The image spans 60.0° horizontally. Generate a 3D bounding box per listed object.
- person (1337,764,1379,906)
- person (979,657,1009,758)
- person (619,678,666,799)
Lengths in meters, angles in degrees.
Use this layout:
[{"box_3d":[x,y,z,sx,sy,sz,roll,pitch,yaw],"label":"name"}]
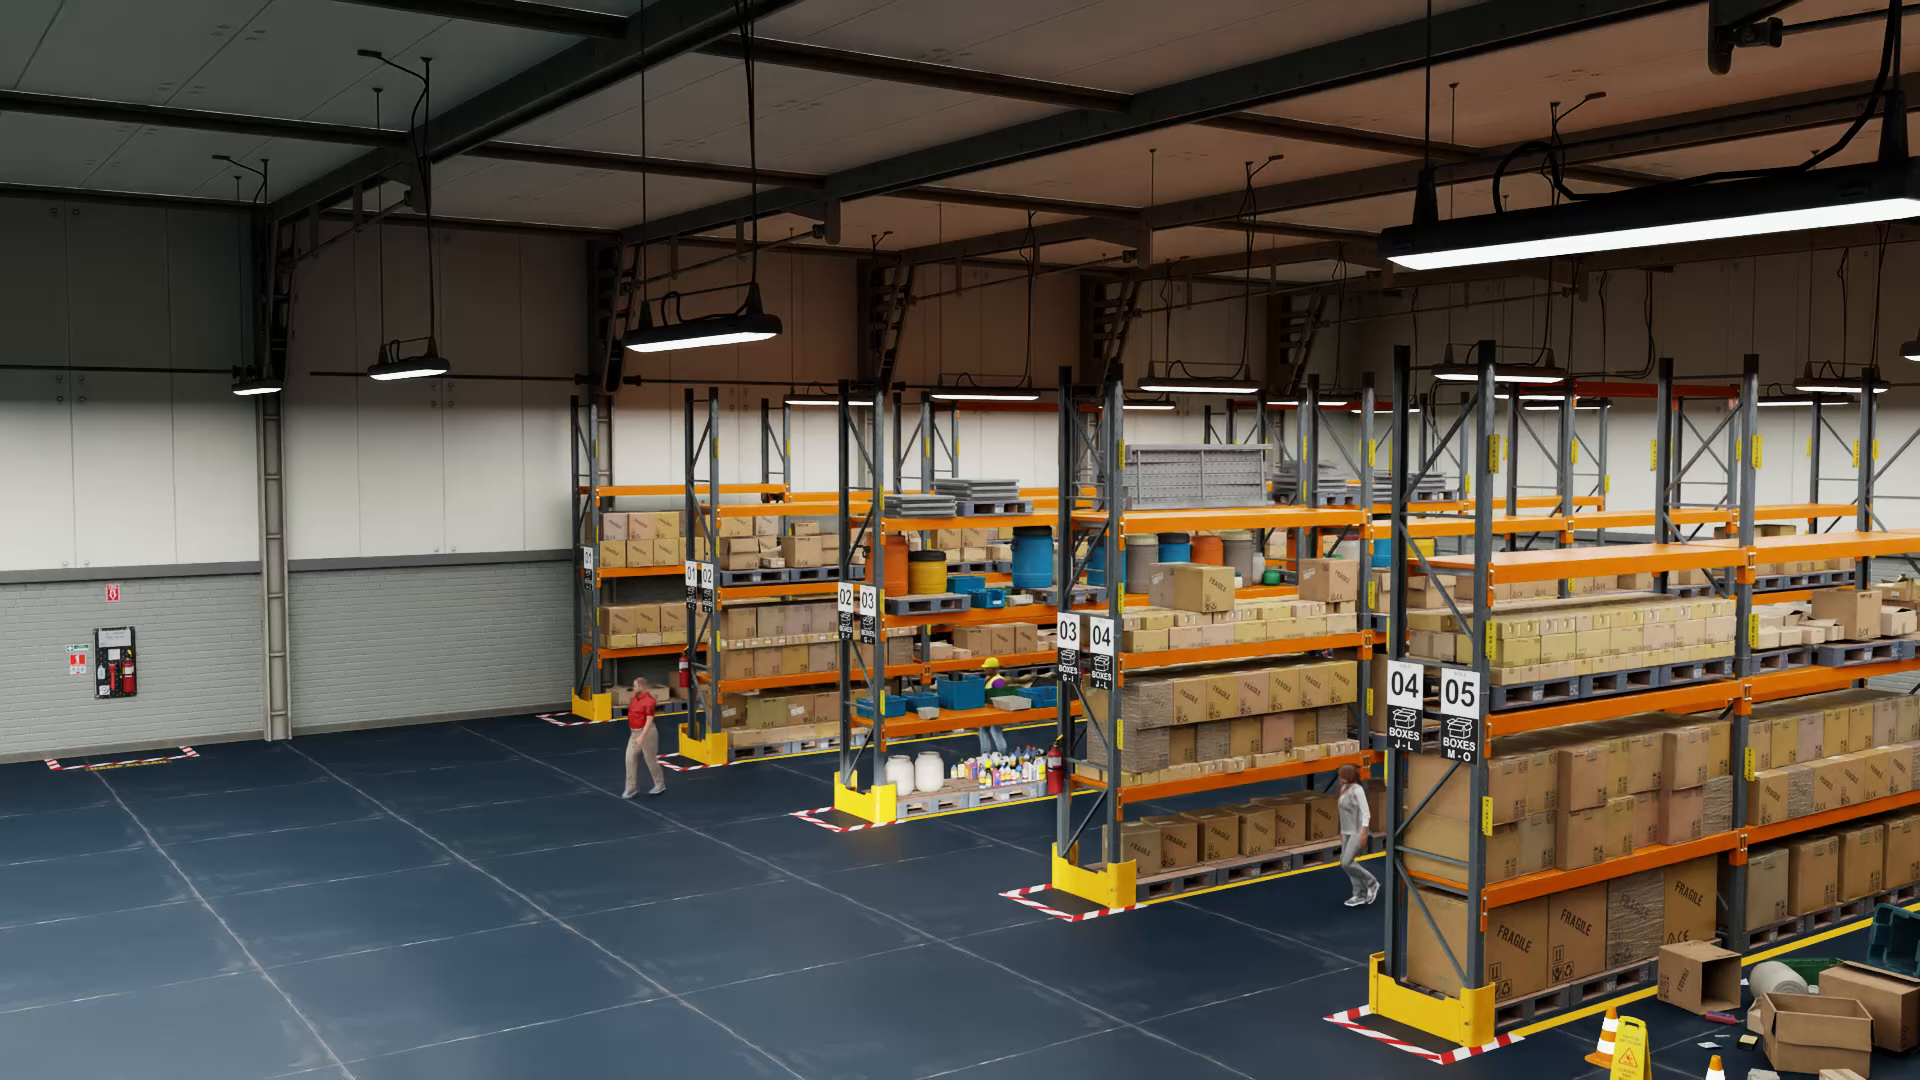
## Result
[{"box_3d":[4.411,3.327,18.469,0.448,1.465,0.496,-1,3,-11],"label":"person"},{"box_3d":[0.489,2.732,26.005,0.603,1.801,0.643,-1,4,-18],"label":"person"},{"box_3d":[-4.619,2.887,24.117,0.556,1.791,0.718,3,5,42],"label":"person"}]
